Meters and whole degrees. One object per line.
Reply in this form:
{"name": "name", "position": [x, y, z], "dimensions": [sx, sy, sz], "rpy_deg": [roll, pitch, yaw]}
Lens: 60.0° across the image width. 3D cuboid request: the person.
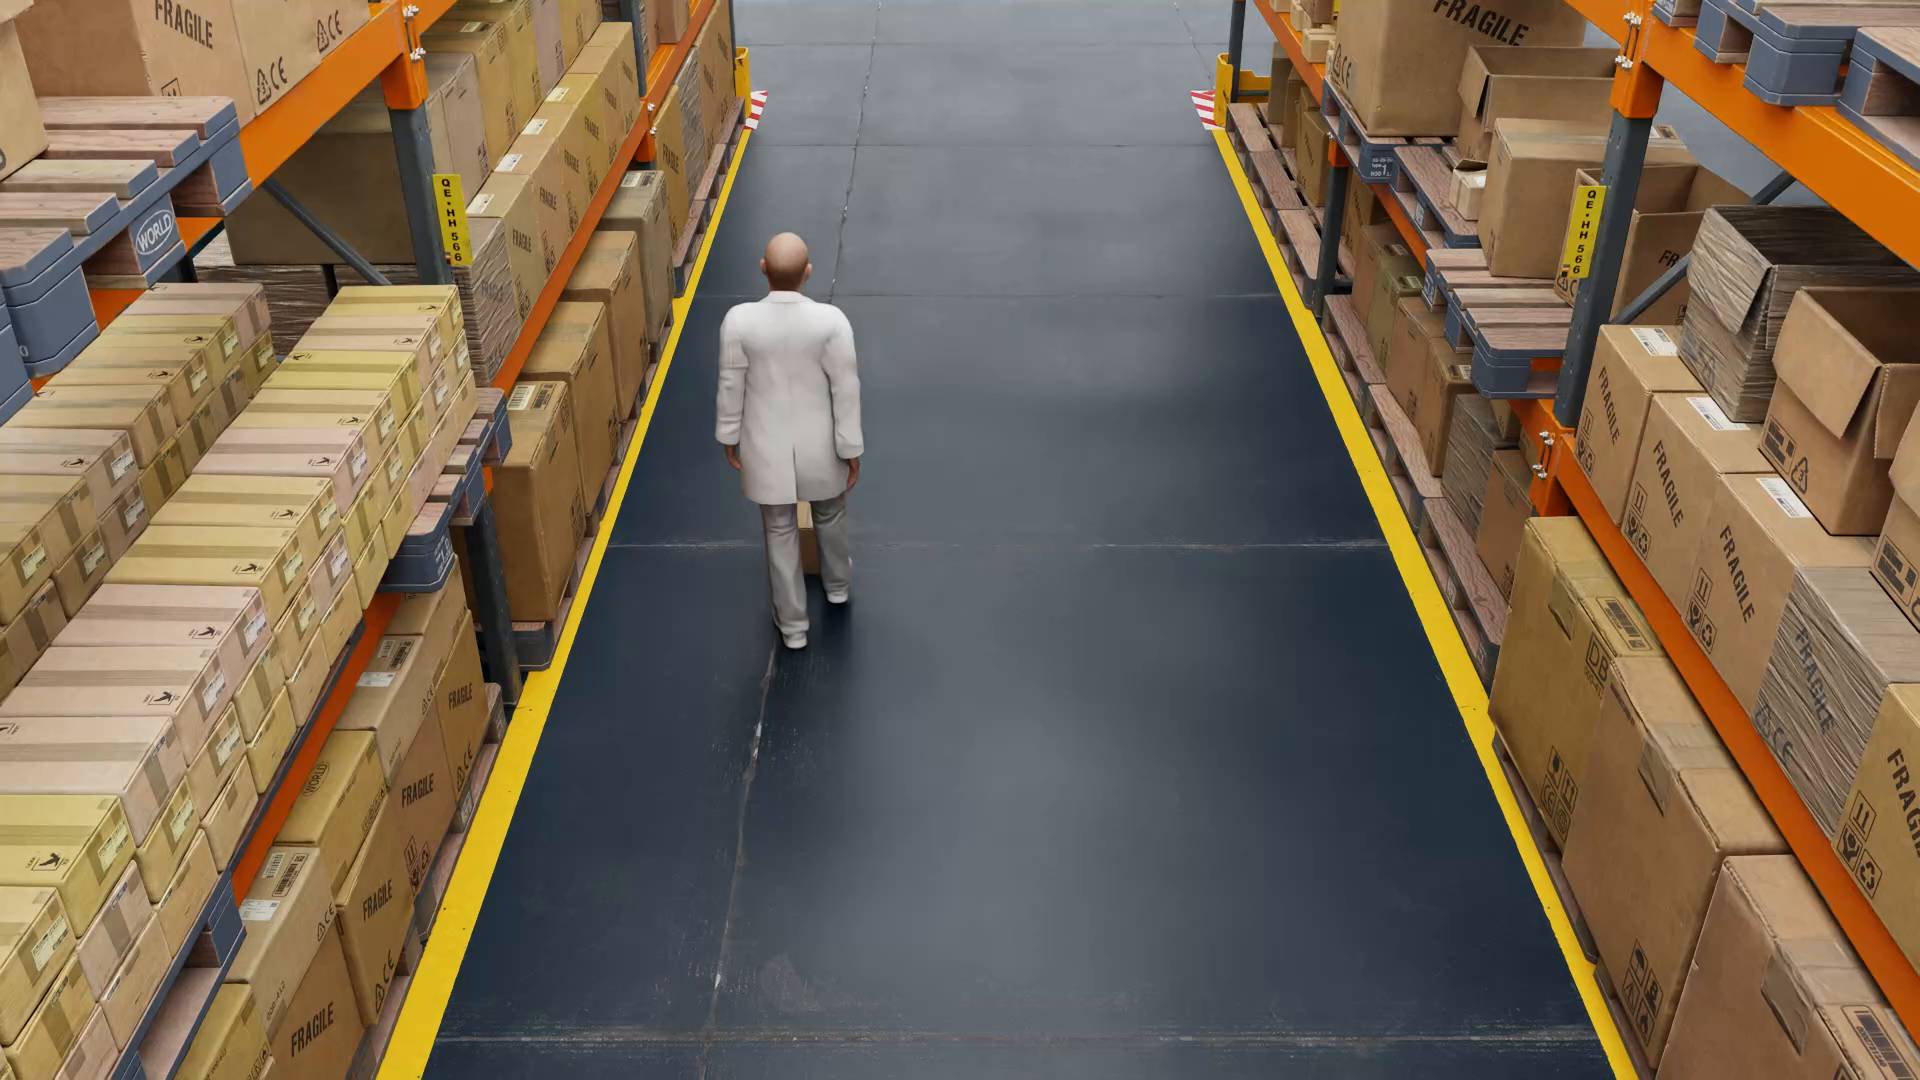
{"name": "person", "position": [-0.710, -0.467, 6.901], "dimensions": [0.602, 1.771, 0.708], "rpy_deg": [-3, 31, -5]}
